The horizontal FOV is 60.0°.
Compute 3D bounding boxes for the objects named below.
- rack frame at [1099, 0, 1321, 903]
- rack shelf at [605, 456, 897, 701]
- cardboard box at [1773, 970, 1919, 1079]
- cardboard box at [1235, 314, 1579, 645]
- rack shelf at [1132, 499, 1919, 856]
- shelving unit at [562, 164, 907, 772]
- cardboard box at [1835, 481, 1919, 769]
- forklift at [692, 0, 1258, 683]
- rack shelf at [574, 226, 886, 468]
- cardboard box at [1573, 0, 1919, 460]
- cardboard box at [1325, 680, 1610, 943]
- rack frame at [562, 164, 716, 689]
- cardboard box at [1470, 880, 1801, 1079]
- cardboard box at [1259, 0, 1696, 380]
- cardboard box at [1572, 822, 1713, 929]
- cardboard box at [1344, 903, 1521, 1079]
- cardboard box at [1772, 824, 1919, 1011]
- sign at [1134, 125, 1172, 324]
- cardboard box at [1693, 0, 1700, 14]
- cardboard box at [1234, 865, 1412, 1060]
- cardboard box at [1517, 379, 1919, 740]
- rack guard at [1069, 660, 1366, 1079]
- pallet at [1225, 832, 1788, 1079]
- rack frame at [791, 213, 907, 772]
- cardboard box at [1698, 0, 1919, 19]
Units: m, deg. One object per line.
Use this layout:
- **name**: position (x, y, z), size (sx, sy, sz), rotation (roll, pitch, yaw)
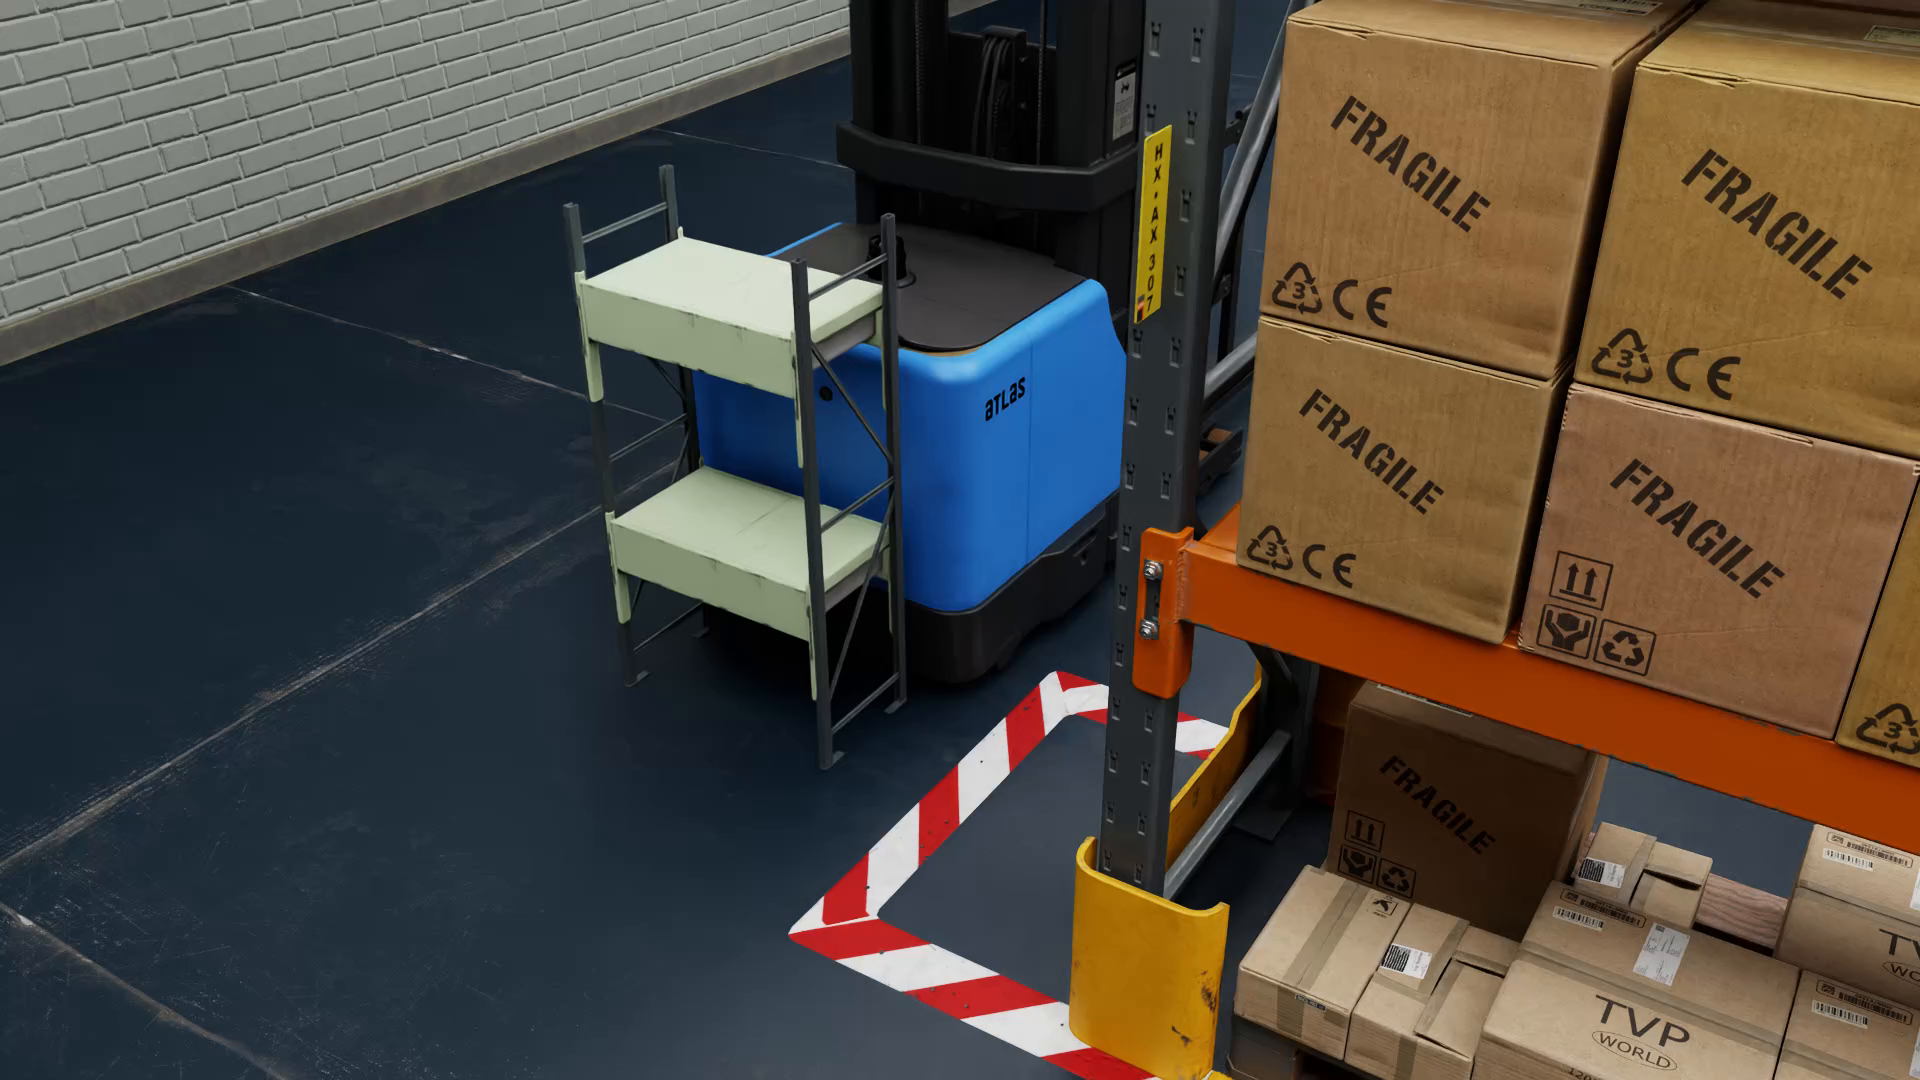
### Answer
- **rack frame**: position (0.618, -0.392, 3.446), size (0.127, 3.000, 1.000), rotation (18, 35, 27)
- **rack shelf**: position (-0.584, 0.093, 4.746), size (0.720, 0.370, 0.431), rotation (18, 35, 28)
- **cardboard box**: position (1.775, 1.140, 3.111), size (0.500, 0.250, 0.500), rotation (18, 35, 27)
- **cardboard box**: position (0.854, -0.204, 3.024), size (0.500, 0.500, 0.500), rotation (18, 35, 28)
- **rack shelf**: position (2.312, 0.454, 2.709), size (4.000, 0.370, 1.077), rotation (18, 35, 27)
- **shelving unit**: position (-0.585, -0.188, 4.580), size (0.755, 1.500, 0.431), rotation (18, 35, 28)
- **cardboard box**: position (1.717, 0.068, 2.558), size (0.500, 0.500, 0.500), rotation (17, 35, 27)
- **forklift**: position (0.392, -1.546, 5.492), size (1.130, 2.935, 3.031), rotation (18, 35, 28)
- **rack shelf**: position (-0.586, -0.524, 4.382), size (0.720, 0.370, 0.431), rotation (18, 35, 28)
- **cardboard box**: position (1.300, -0.499, 2.537), size (0.500, 0.500, 0.500), rotation (18, 35, 28)
- **cardboard box**: position (1.209, 0.538, 3.895), size (0.500, 0.500, 0.500), rotation (18, 35, 27)
- **rack frame**: position (-0.892, -0.287, 4.751), size (0.023, 1.500, 0.400), rotation (18, 35, 28)
- **cardboard box**: position (1.351, 1.006, 3.341), size (0.500, 0.250, 0.500), rotation (18, 35, 27)
- **cardboard box**: position (0.854, -0.636, 2.772), size (0.500, 0.500, 0.500), rotation (19, 35, 29)
- **cardboard box**: position (1.505, 0.829, 3.727), size (0.250, 0.166, 0.380), rotation (18, 35, 27)
- **cardboard box**: position (1.002, 0.967, 3.490), size (0.250, 0.166, 0.380), rotation (18, 35, 27)
- **cardboard box**: position (1.998, 0.913, 3.500), size (0.500, 0.250, 0.500), rotation (18, 35, 27)
- **sign**: position (0.330, -0.535, 2.831), size (0.005, 0.325, 0.100), rotation (18, 35, 27)
- **cardboard box**: position (1.141, -0.865, 3.165), size (0.500, 0.500, 0.500), rotation (17, 34, 27)
- **cardboard box**: position (0.790, 0.908, 3.610), size (0.250, 0.149, 0.380), rotation (18, 35, 27)
- **cardboard box**: position (1.293, -0.068, 2.791), size (0.500, 0.500, 0.500), rotation (17, 34, 27)
- **rack guard**: position (0.682, 0.708, 4.041), size (0.348, 0.500, 1.175), rotation (18, 35, 27)
- **pallet**: position (1.358, 1.046, 3.748), size (1.213, 0.211, 1.003), rotation (18, 35, 27)
- **rack frame**: position (-0.277, -0.088, 4.409), size (0.023, 1.500, 0.400), rotation (18, 35, 28)
- **cardboard box**: position (1.569, -0.730, 2.934), size (0.500, 0.500, 0.500), rotation (19, 35, 29)
